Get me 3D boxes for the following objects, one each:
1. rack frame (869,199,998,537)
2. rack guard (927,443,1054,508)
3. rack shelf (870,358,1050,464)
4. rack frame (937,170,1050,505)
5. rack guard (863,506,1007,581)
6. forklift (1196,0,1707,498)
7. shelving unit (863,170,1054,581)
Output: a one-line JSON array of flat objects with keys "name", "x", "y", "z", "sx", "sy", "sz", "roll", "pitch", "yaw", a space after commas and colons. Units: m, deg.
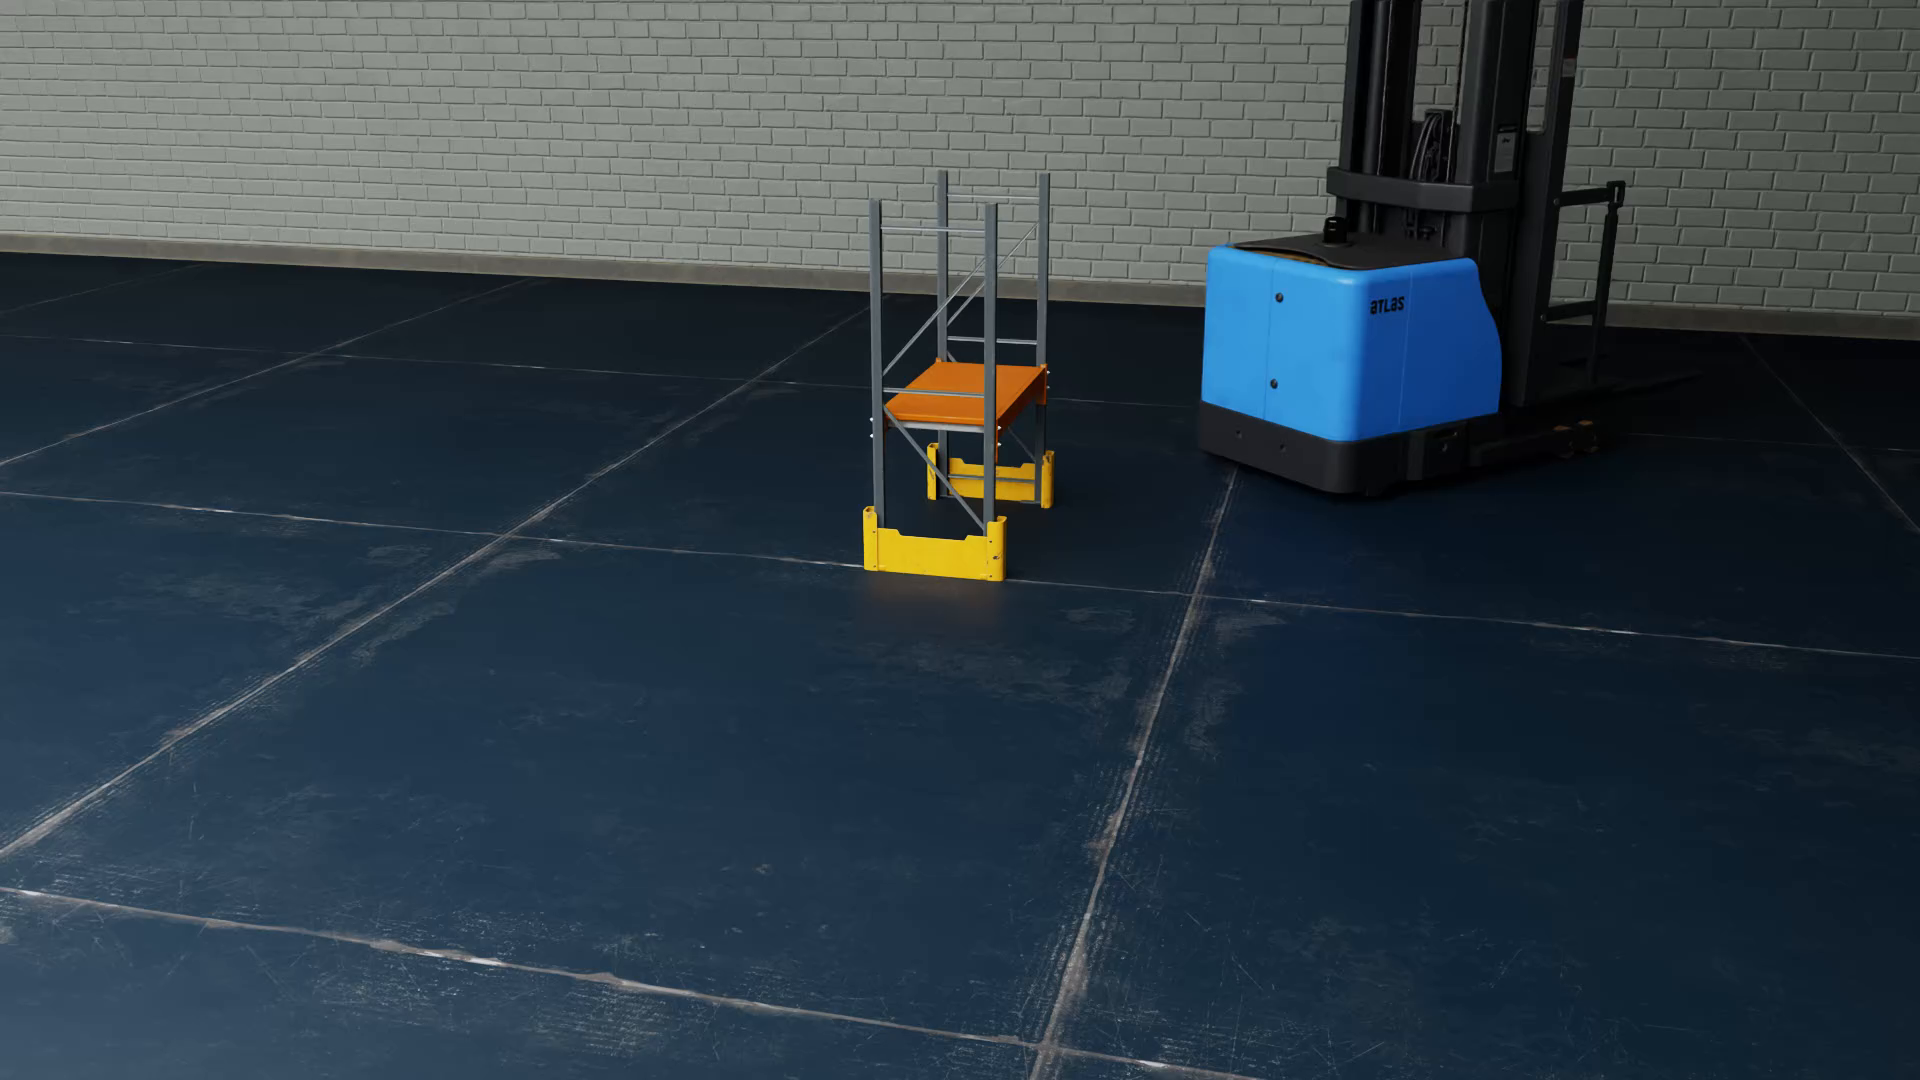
[{"name": "rack frame", "x": -0.103, "y": -0.577, "z": 6.557, "sx": 0.500, "sy": 1.500, "sz": 0.032, "roll": 5, "pitch": 19, "yaw": 13}, {"name": "rack guard", "x": 0.140, "y": -0.298, "z": 7.674, "sx": 0.587, "sy": 0.250, "sz": 0.087, "roll": 5, "pitch": 19, "yaw": 13}, {"name": "rack shelf", "x": 0.021, "y": -0.566, "z": 7.082, "sx": 0.538, "sy": 0.185, "sz": 1.000, "roll": 5, "pitch": 19, "yaw": 13}, {"name": "rack frame", "x": 0.145, "y": -0.896, "z": 7.490, "sx": 0.500, "sy": 1.500, "sz": 0.032, "roll": 5, "pitch": 19, "yaw": 13}, {"name": "rack guard", "x": -0.103, "y": 0.014, "z": 6.760, "sx": 0.587, "sy": 0.250, "sz": 0.087, "roll": 5, "pitch": 19, "yaw": 13}, {"name": "forklift", "x": 2.696, "y": -1.927, "z": 8.295, "sx": 3.031, "sy": 2.935, "sz": 1.130, "roll": -12, "pitch": 22, "yaw": -31}, {"name": "shelving unit", "x": 0.019, "y": -0.734, "z": 7.015, "sx": 0.587, "sy": 1.500, "sz": 1.083, "roll": 5, "pitch": 19, "yaw": 13}]
